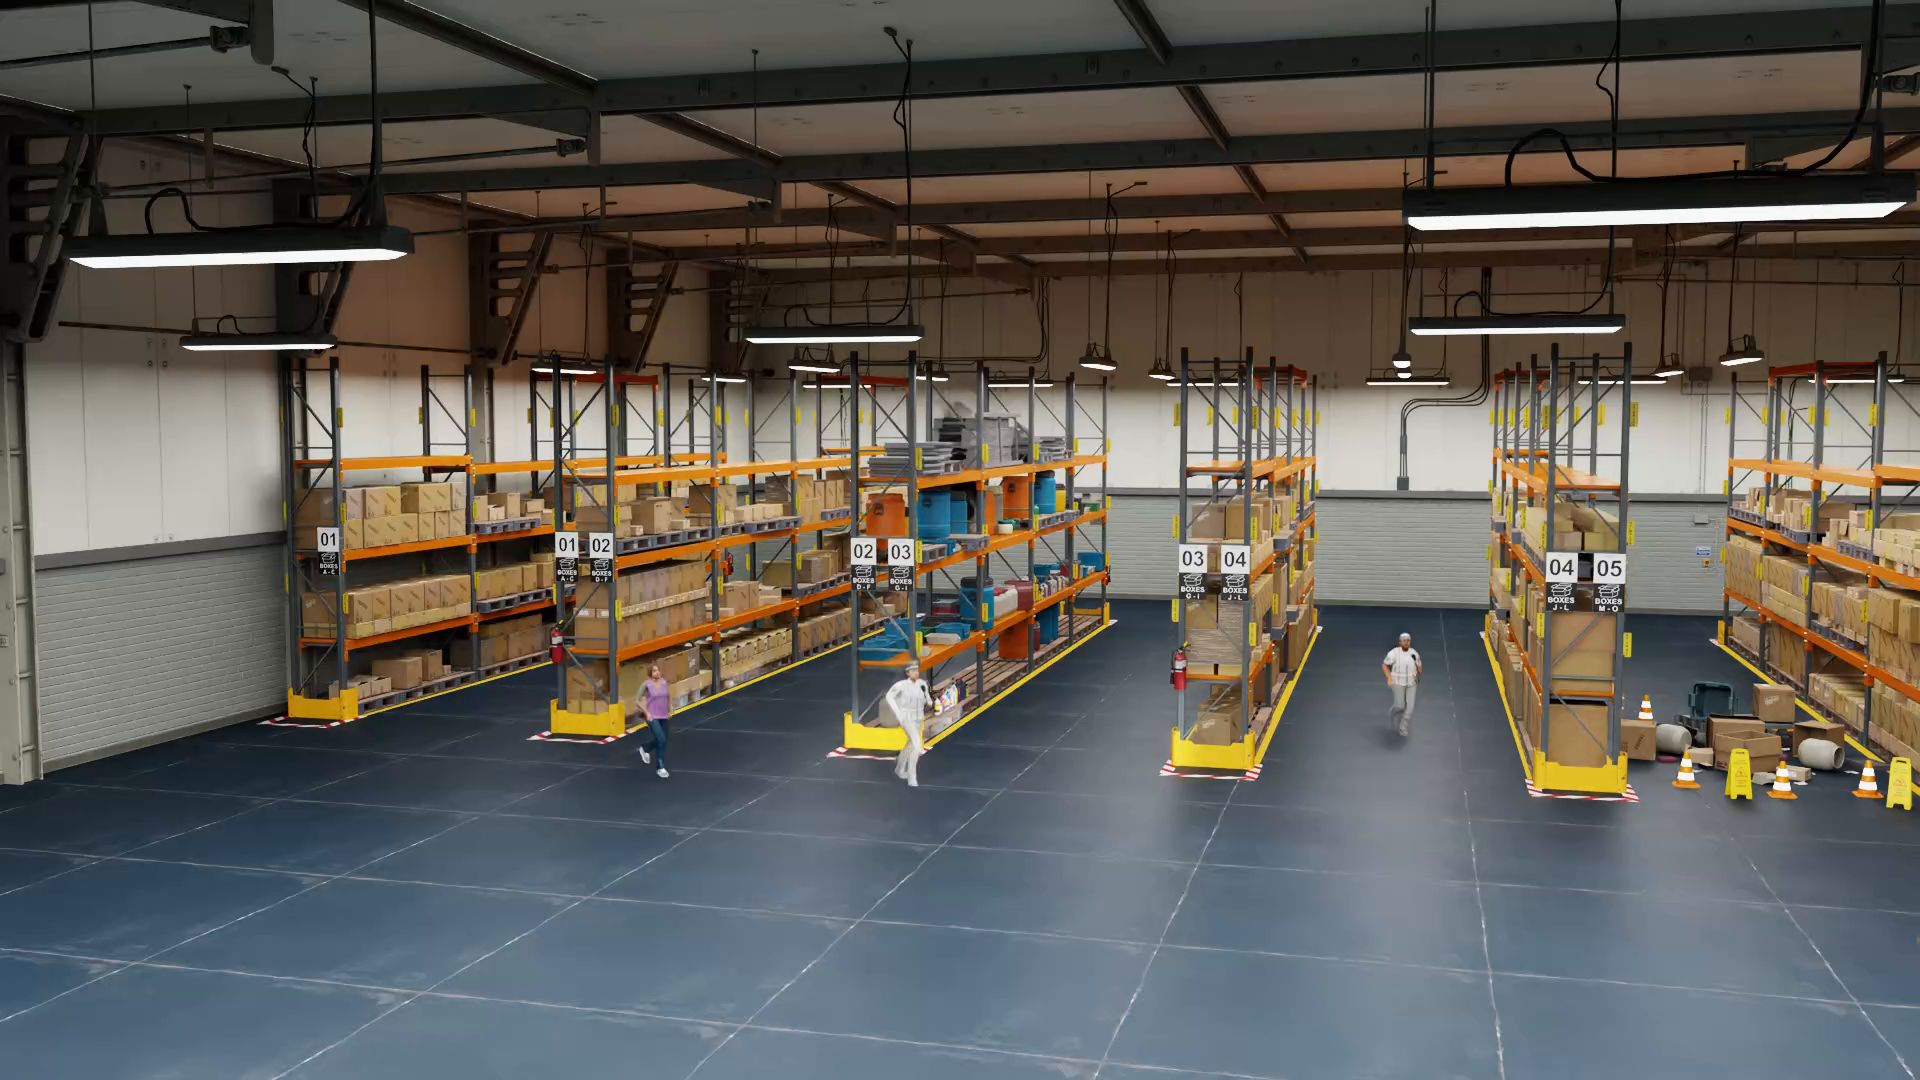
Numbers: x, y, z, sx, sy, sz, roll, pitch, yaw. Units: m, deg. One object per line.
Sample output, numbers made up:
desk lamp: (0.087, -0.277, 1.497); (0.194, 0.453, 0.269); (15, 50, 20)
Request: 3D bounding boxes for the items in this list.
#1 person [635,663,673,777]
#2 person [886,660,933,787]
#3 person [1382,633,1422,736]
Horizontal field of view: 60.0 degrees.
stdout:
person: (-4.299, 2.512, 23.381); (0.534, 1.587, 0.669); (-4, 6, -43)
person: (-0.648, 2.504, 22.774); (0.578, 1.755, 0.730); (-3, 5, -39)
person: (6.990, 2.277, 26.182); (0.607, 1.624, 0.547); (0, 4, -1)
